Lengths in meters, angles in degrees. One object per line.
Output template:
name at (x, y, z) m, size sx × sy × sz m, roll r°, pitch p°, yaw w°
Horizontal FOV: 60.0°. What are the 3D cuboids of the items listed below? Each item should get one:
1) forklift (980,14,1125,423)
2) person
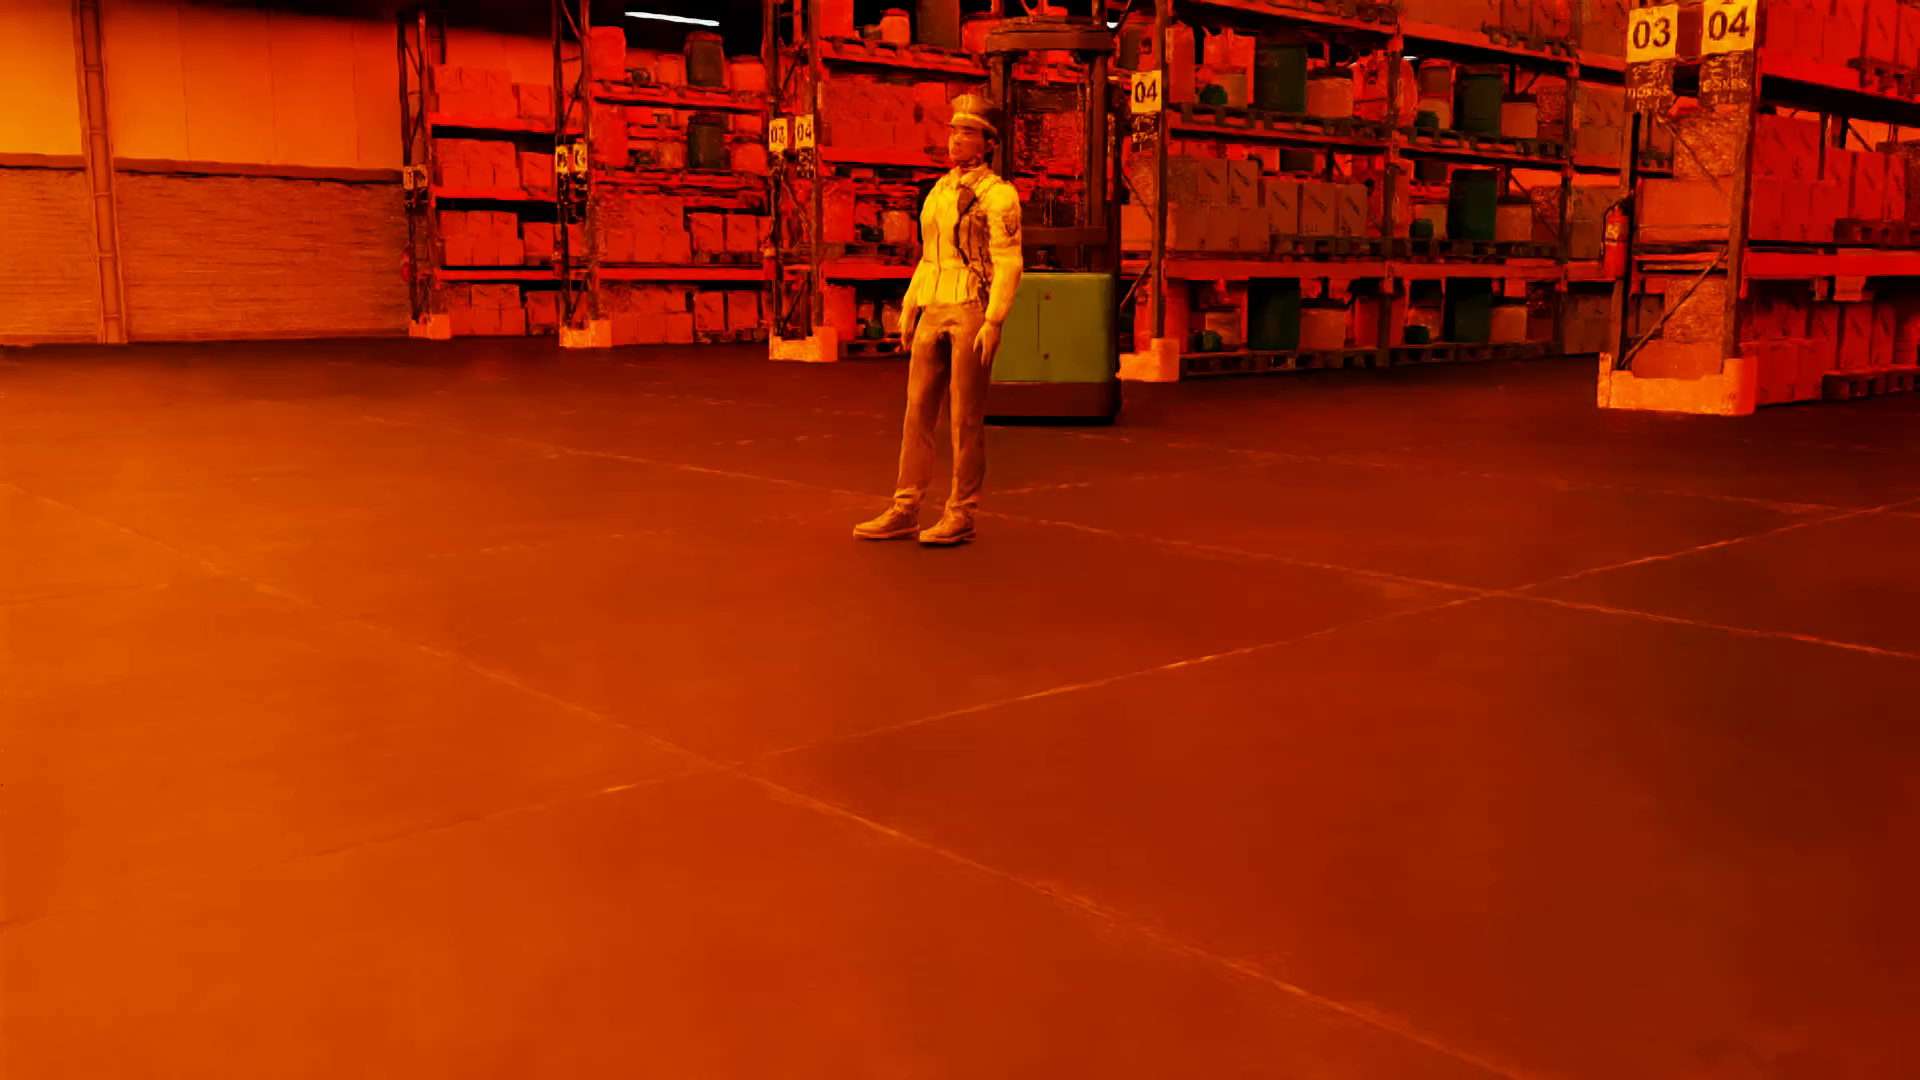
forklift at (0.722, -2.483, 13.000) m, size 1.130 × 2.935 × 3.031 m, roll 1°, pitch 9°, yaw 6°
person at (-0.056, -0.839, 6.370) m, size 0.533 × 1.695 × 0.586 m, roll -8°, pitch 12°, yaw -40°
